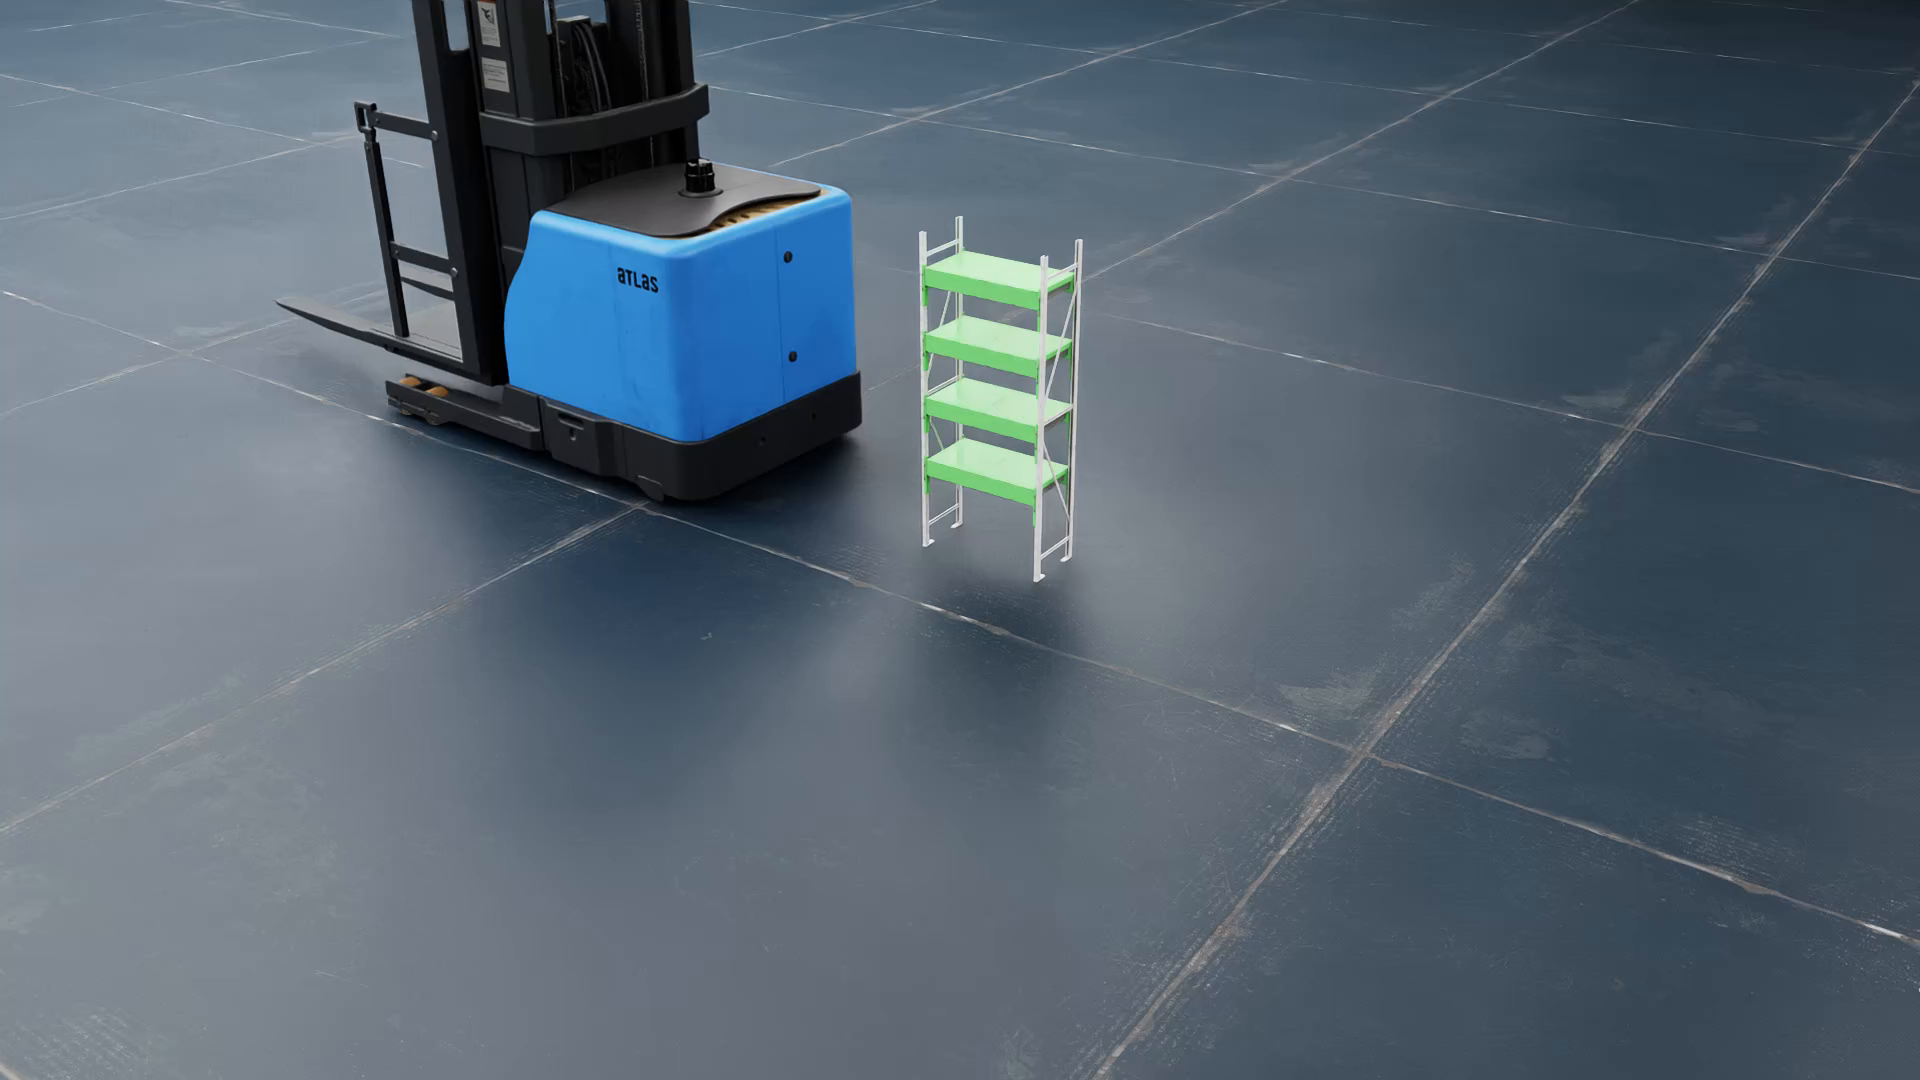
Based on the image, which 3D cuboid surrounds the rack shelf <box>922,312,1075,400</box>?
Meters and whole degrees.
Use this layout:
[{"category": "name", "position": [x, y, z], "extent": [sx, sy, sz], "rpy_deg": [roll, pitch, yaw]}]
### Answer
[{"category": "rack shelf", "position": [0.136, -0.649, 5.814], "extent": [0.480, 0.148, 0.258], "rpy_deg": [17, 32, 30]}]

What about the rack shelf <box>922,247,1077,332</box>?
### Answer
[{"category": "rack shelf", "position": [0.136, -0.863, 5.706], "extent": [0.480, 0.148, 0.258], "rpy_deg": [17, 32, 30]}]

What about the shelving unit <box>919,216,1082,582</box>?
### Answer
[{"category": "shelving unit", "position": [0.136, -0.492, 5.894], "extent": [0.503, 1.200, 0.258], "rpy_deg": [17, 32, 30]}]

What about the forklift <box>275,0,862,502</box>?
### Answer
[{"category": "forklift", "position": [-1.901, -1.975, 6.899], "extent": [3.031, 2.935, 1.130], "rpy_deg": [19, 32, 32]}]

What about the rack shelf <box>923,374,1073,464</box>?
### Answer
[{"category": "rack shelf", "position": [0.136, -0.435, 5.923], "extent": [0.480, 0.148, 0.258], "rpy_deg": [17, 32, 30]}]

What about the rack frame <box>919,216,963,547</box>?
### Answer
[{"category": "rack frame", "position": [-0.065, -0.555, 6.017], "extent": [0.015, 1.200, 0.240], "rpy_deg": [17, 32, 30]}]

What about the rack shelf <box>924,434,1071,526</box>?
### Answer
[{"category": "rack shelf", "position": [0.136, -0.221, 6.032], "extent": [0.480, 0.148, 0.258], "rpy_deg": [17, 32, 30]}]

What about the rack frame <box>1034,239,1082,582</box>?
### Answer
[{"category": "rack frame", "position": [0.338, -0.430, 5.771], "extent": [0.015, 1.200, 0.240], "rpy_deg": [17, 32, 30]}]
